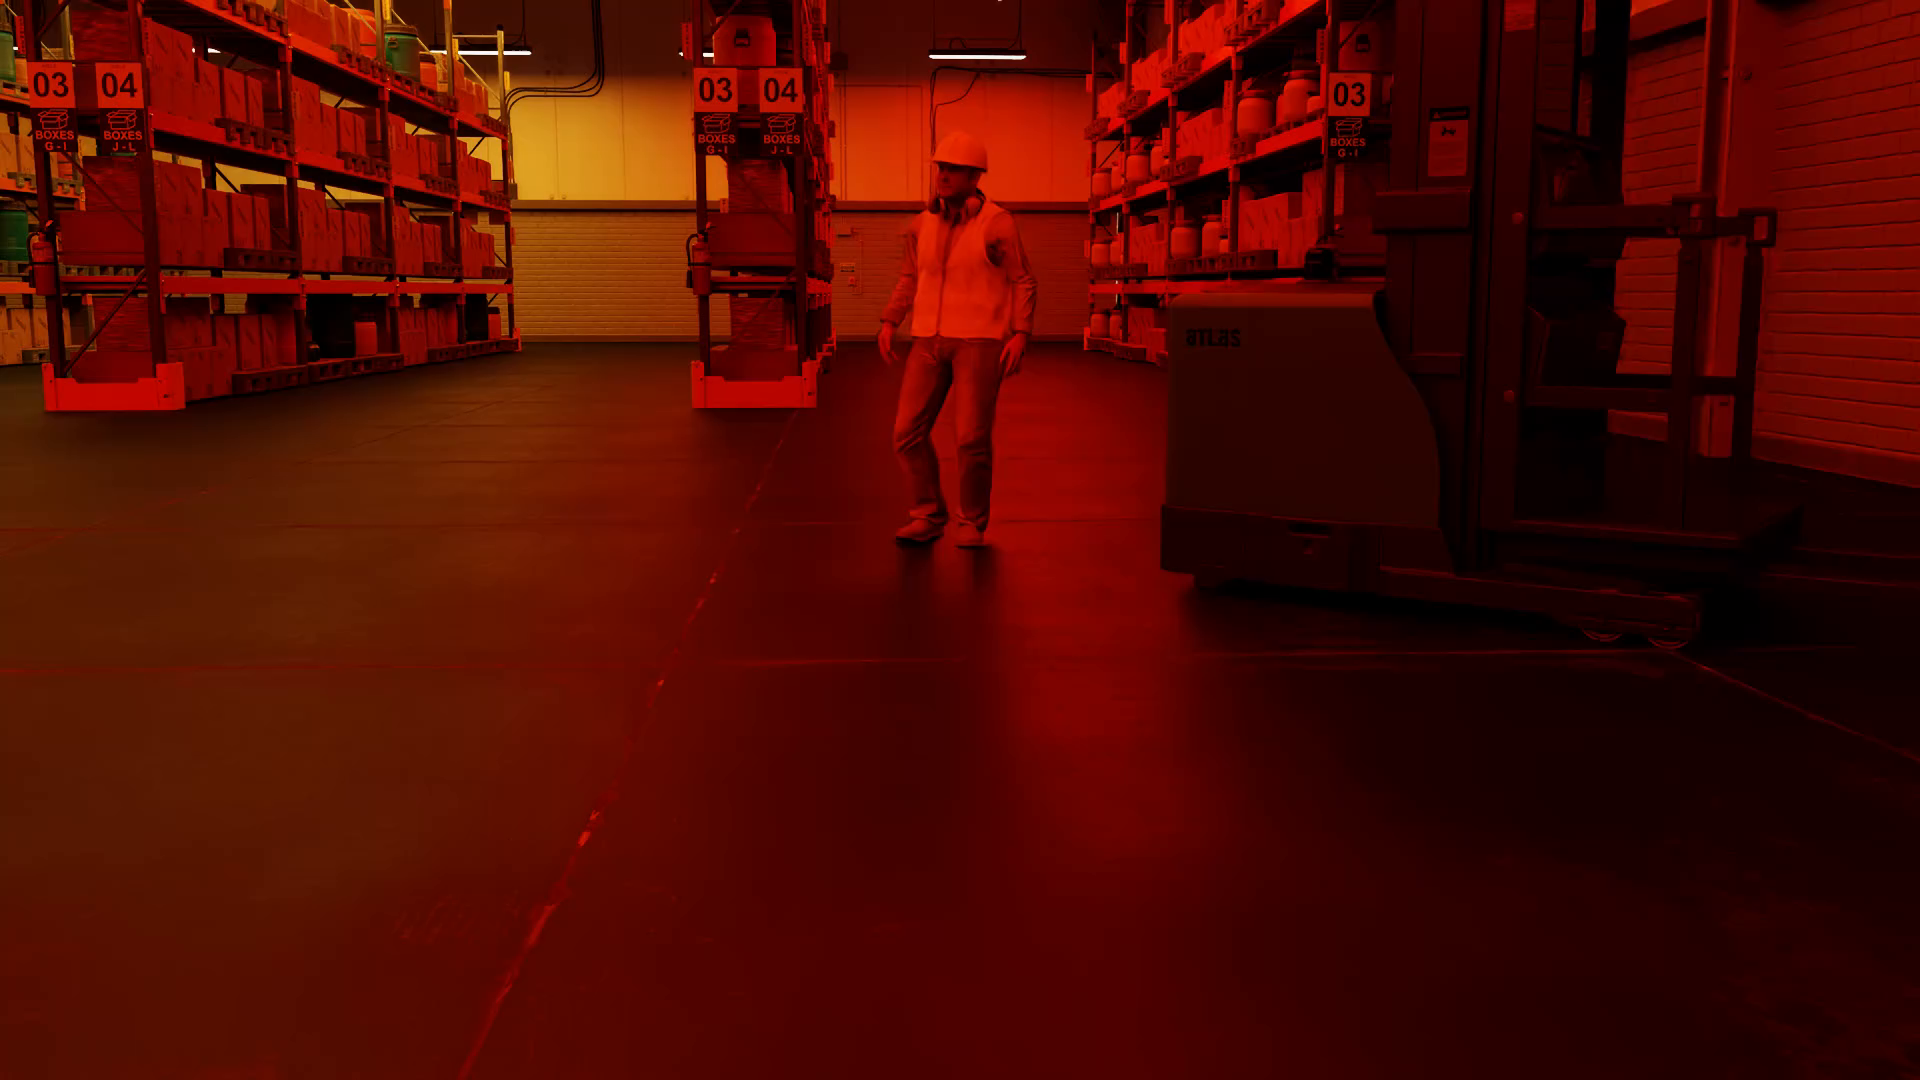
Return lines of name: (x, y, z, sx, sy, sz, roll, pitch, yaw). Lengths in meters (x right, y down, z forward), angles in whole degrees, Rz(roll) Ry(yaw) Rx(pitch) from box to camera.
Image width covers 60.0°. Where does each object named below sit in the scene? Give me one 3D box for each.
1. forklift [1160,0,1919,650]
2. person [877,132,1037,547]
forklift: (2.234, -1.204, 5.442, 3.031, 2.935, 1.130, 6, 10, 35)
person: (-0.026, -0.849, 7.132, 0.695, 1.749, 0.432, 5, 10, 32)
